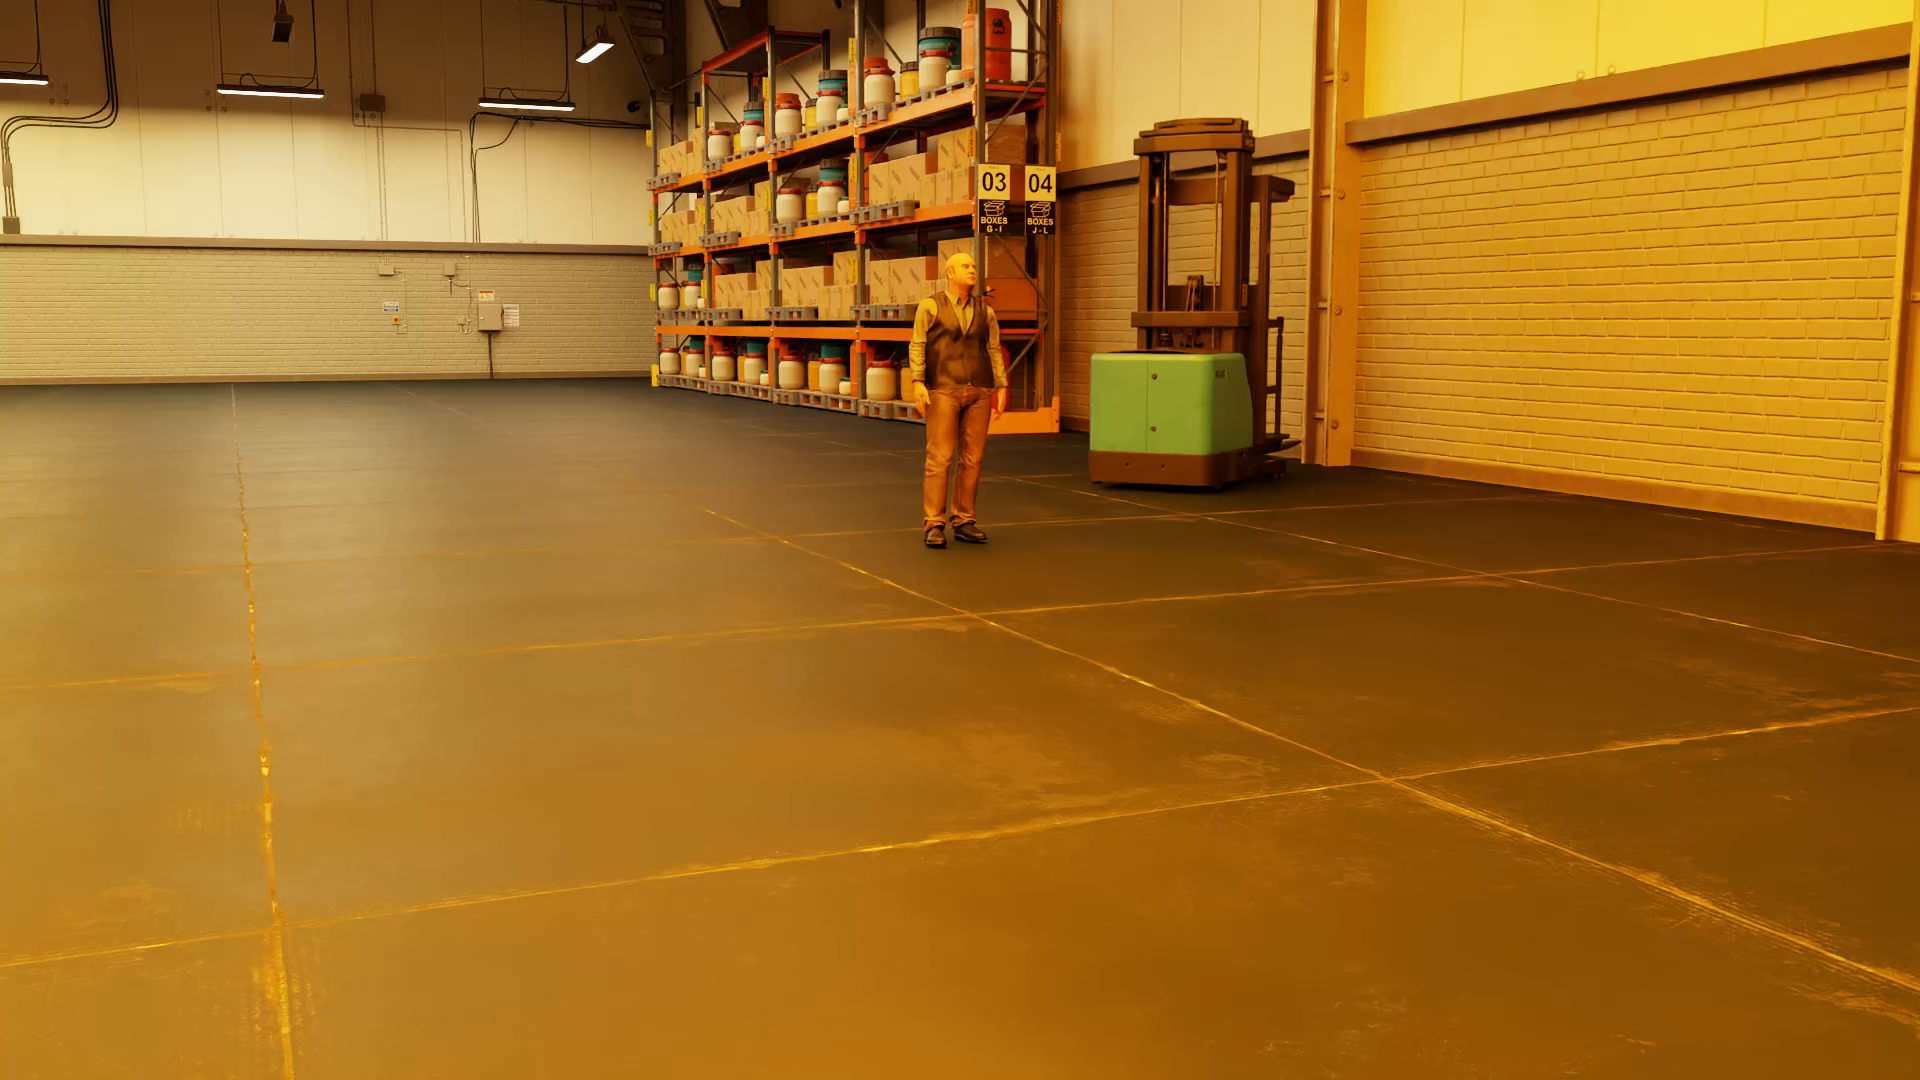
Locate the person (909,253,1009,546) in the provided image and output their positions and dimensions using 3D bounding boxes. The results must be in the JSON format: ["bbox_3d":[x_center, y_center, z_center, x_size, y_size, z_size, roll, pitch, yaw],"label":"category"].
[{"bbox_3d":[0.018,-0.852,9.980,0.633,1.722,0.566,-3,8,-23],"label":"person"}]

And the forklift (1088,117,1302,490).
[{"bbox_3d":[2.153,-1.994,14.065,1.130,2.935,3.031,4,8,28],"label":"forklift"}]
